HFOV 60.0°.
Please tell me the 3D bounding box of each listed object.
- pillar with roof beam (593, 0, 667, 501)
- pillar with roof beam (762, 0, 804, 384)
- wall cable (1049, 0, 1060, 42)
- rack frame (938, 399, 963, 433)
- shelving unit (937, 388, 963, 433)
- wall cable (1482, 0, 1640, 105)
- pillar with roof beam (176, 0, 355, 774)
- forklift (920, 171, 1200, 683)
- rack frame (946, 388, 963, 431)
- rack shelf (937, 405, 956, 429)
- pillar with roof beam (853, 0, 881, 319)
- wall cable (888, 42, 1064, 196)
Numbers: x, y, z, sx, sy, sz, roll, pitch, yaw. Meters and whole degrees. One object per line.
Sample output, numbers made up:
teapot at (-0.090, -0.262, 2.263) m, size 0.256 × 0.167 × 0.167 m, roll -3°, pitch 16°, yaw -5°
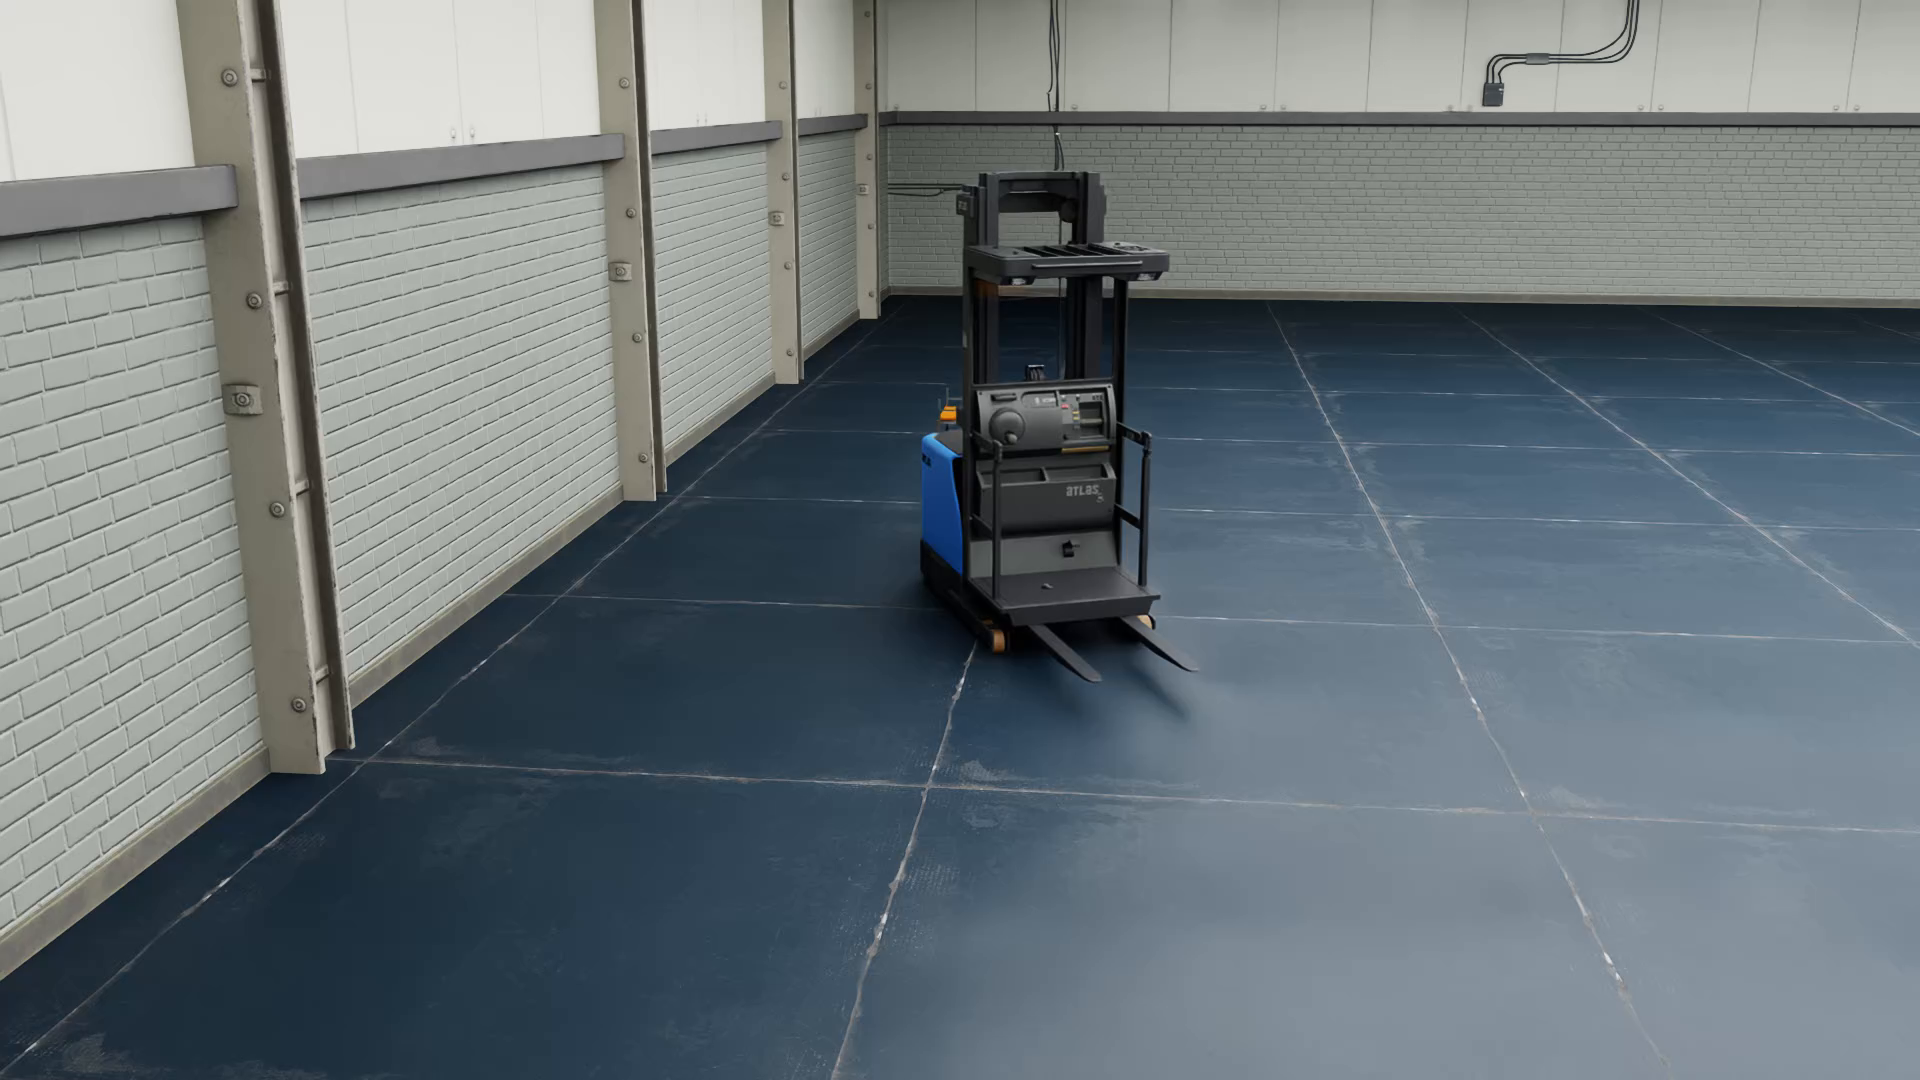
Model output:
pillar with roof beam at (1.498, -4.610, 12.970) m, size 9.100 × 9.000 × 0.400 m, roll 2°, pitch 15°, yaw 6°
pillar with roof beam at (2.175, -6.166, 18.725) m, size 9.100 × 9.000 × 0.400 m, roll 2°, pitch 15°, yaw 6°
wall cable at (2.909, -9.433, 27.082) m, size 3.097 × 2.526 × 0.112 m, roll 2°, pitch 15°, yaw 6°
rack frame at (-0.046, -0.473, 12.613) m, size 0.240 × 1.200 × 0.015 m, roll 2°, pitch 15°, yaw 6°
shelving unit at (-0.019, -0.536, 12.847) m, size 0.258 × 1.200 × 0.503 m, roll 2°, pitch 15°, yaw 6°
wall cable at (9.652, -9.932, 26.137) m, size 2.305 × 6.003 × 0.169 m, roll 2°, pitch 15°, yaw 6°
pillar with roof beam at (0.821, -3.053, 7.215) m, size 9.100 × 9.000 × 0.400 m, roll 2°, pitch 15°, yaw 6°
forklift at (0.623, -0.806, 10.528) m, size 1.130 × 2.935 × 3.031 m, roll -4°, pitch 16°, yaw -16°
rack frame at (0.009, -0.600, 13.081) m, size 0.240 × 1.200 × 0.015 m, roll 2°, pitch 15°, yaw 6°
rack shelf at (-0.019, -0.916, 12.744) m, size 0.258 × 0.148 × 0.480 m, roll 2°, pitch 15°, yaw 6°
pillar with roof beam at (2.852, -7.722, 24.480) m, size 9.100 × 9.000 × 0.400 m, roll 2°, pitch 15°, yaw 6°
wall cable at (0.221, -7.075, 28.036) m, size 3.097 × 2.526 × 0.112 m, roll 2°, pitch 15°, yaw 6°
